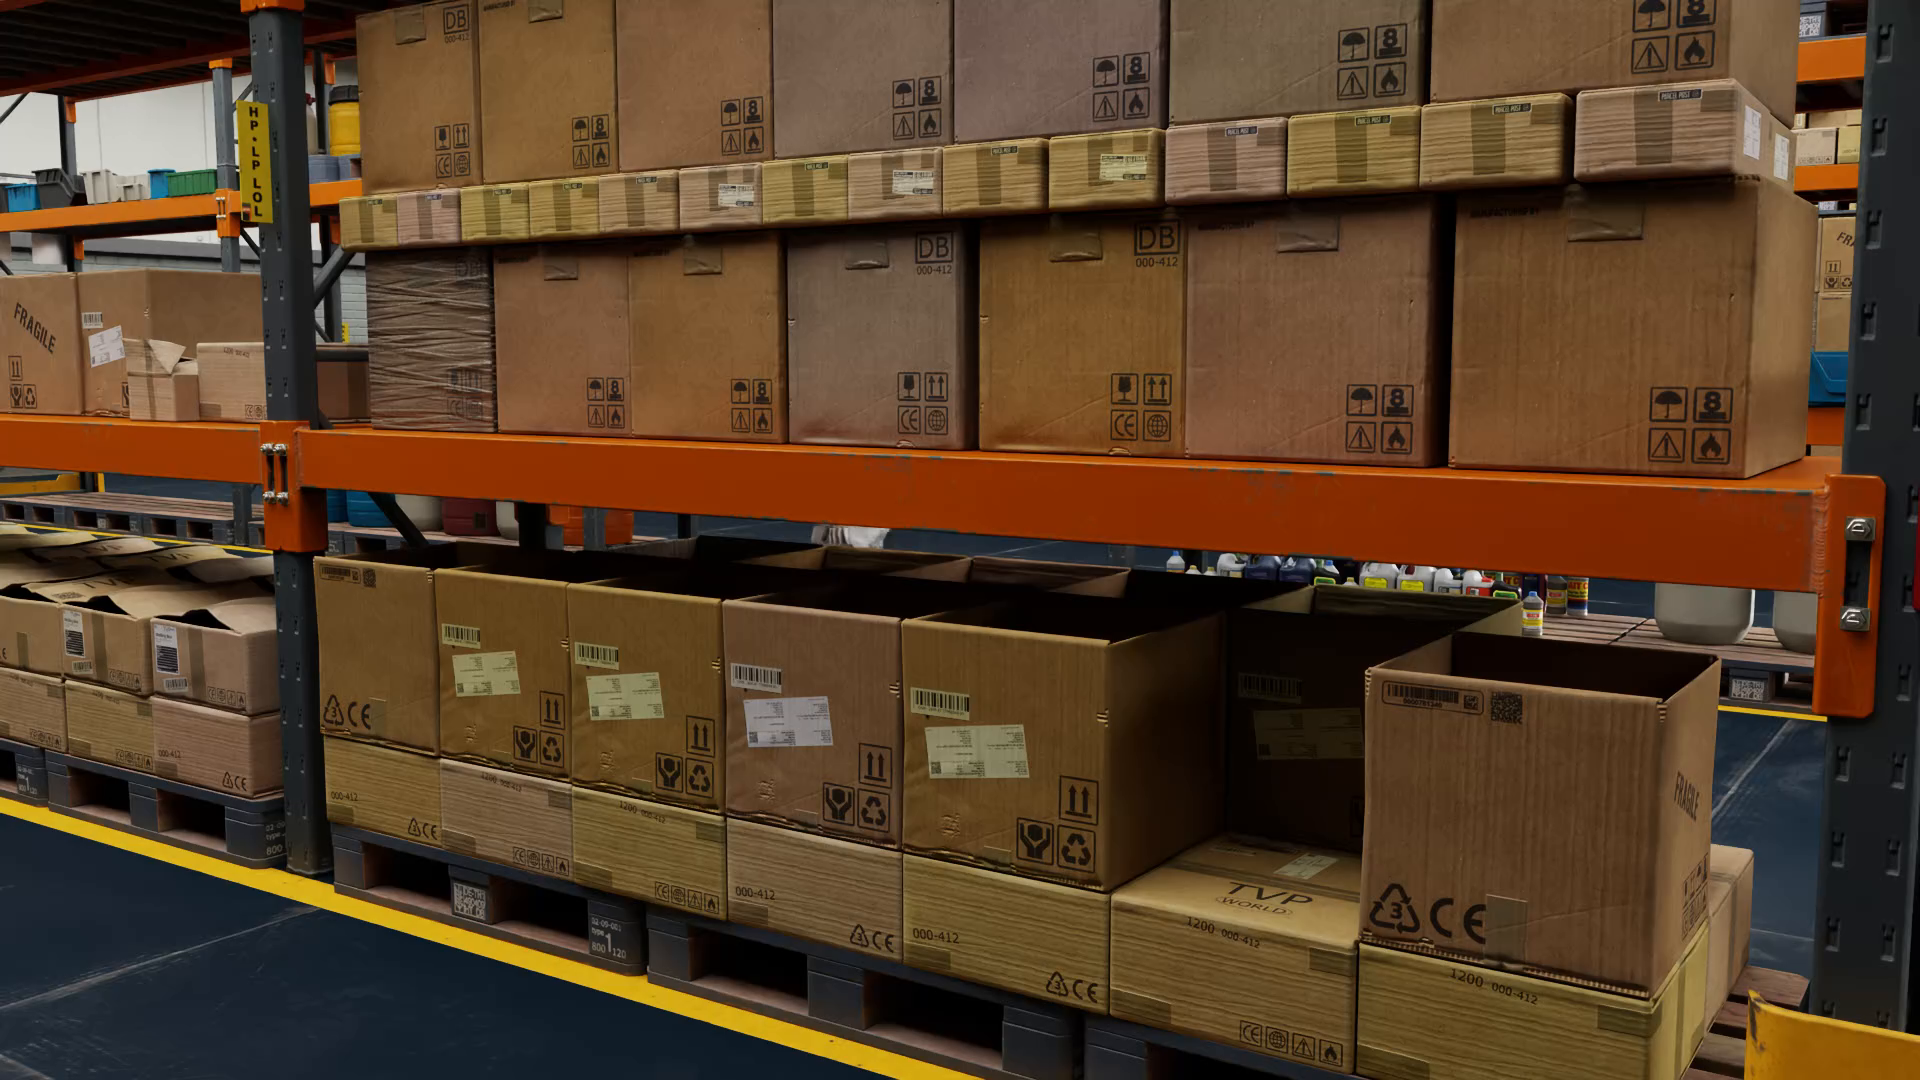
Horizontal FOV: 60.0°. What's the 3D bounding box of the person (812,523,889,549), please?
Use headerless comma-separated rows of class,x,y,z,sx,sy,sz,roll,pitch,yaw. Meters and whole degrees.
person,-0.344,-0.093,6.378,0.571,1.785,0.580,1,6,9
